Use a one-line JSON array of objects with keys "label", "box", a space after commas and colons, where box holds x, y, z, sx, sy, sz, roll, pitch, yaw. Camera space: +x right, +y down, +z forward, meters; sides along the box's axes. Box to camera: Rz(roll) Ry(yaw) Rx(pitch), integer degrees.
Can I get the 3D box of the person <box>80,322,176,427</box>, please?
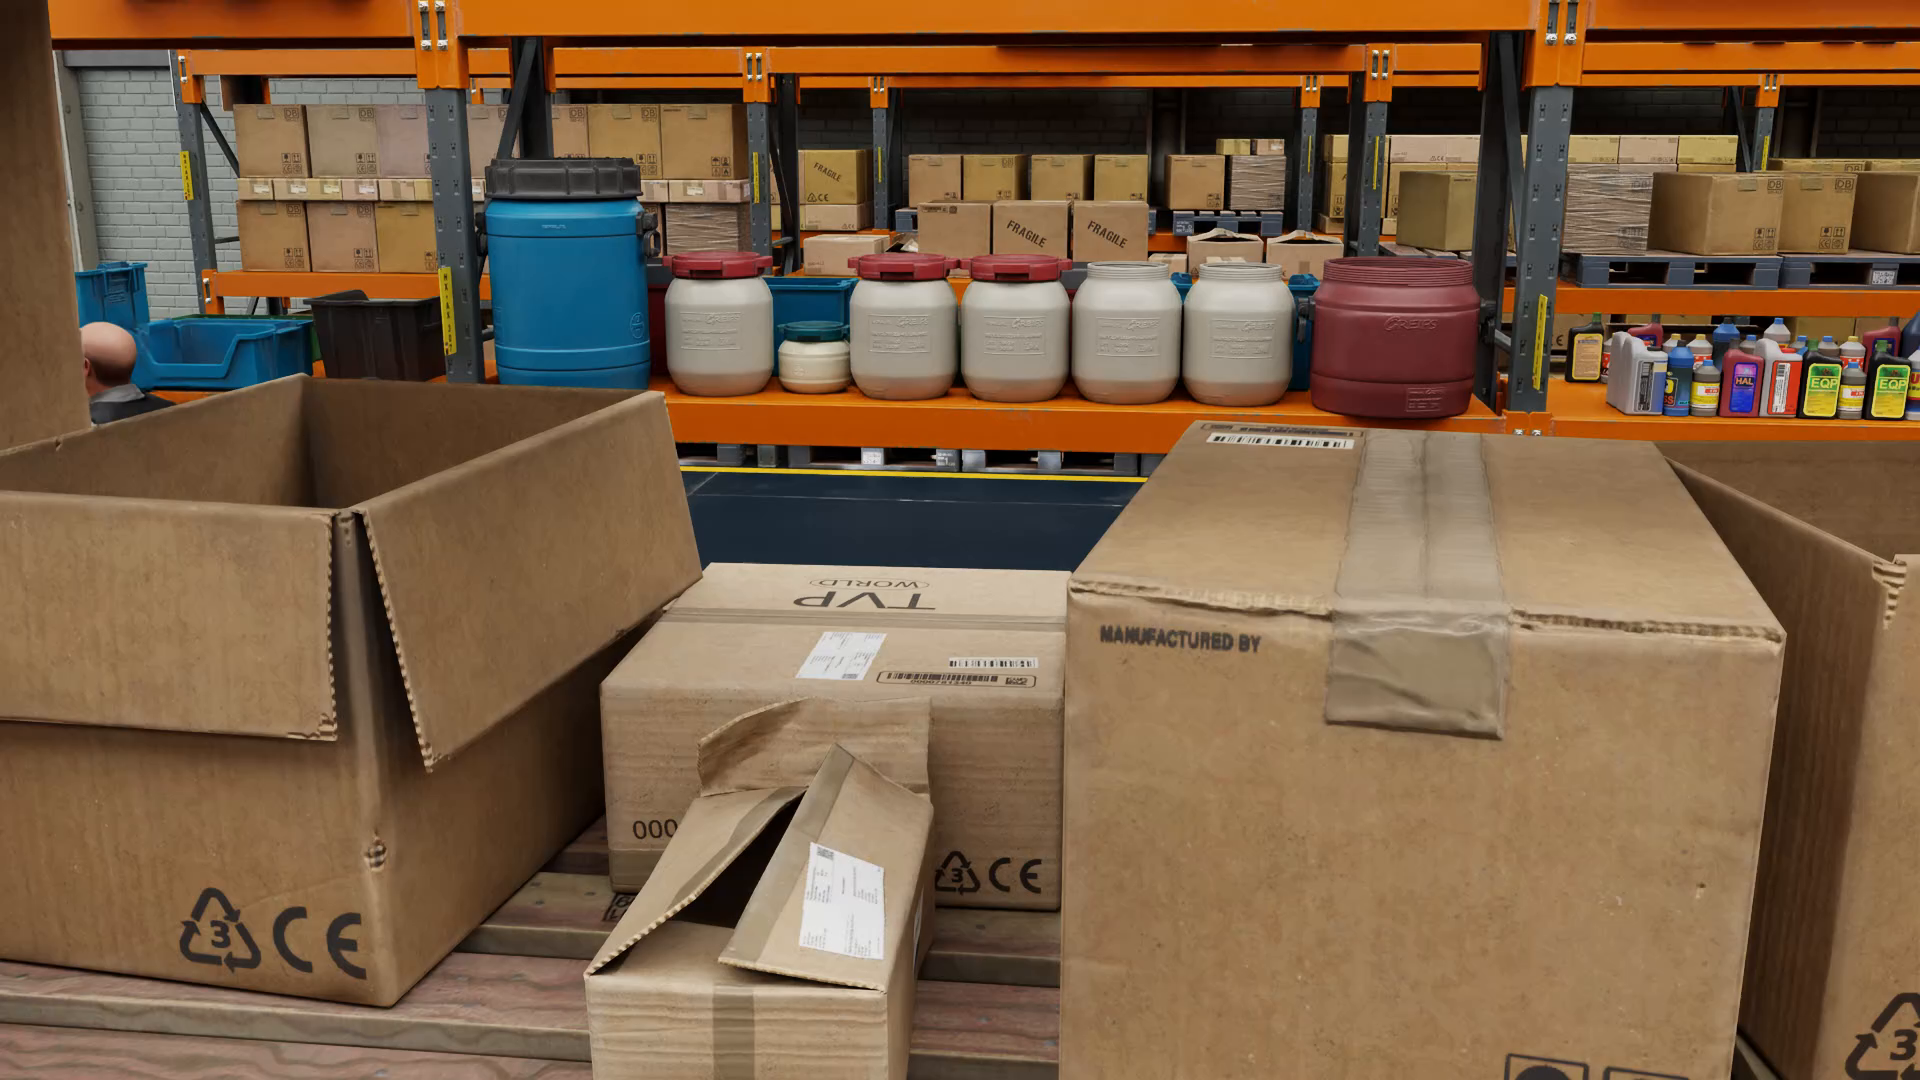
[{"label": "person", "box": [-2.810, 0.133, 5.485, 0.924, 1.703, 0.539, 1, 14, 4]}]
